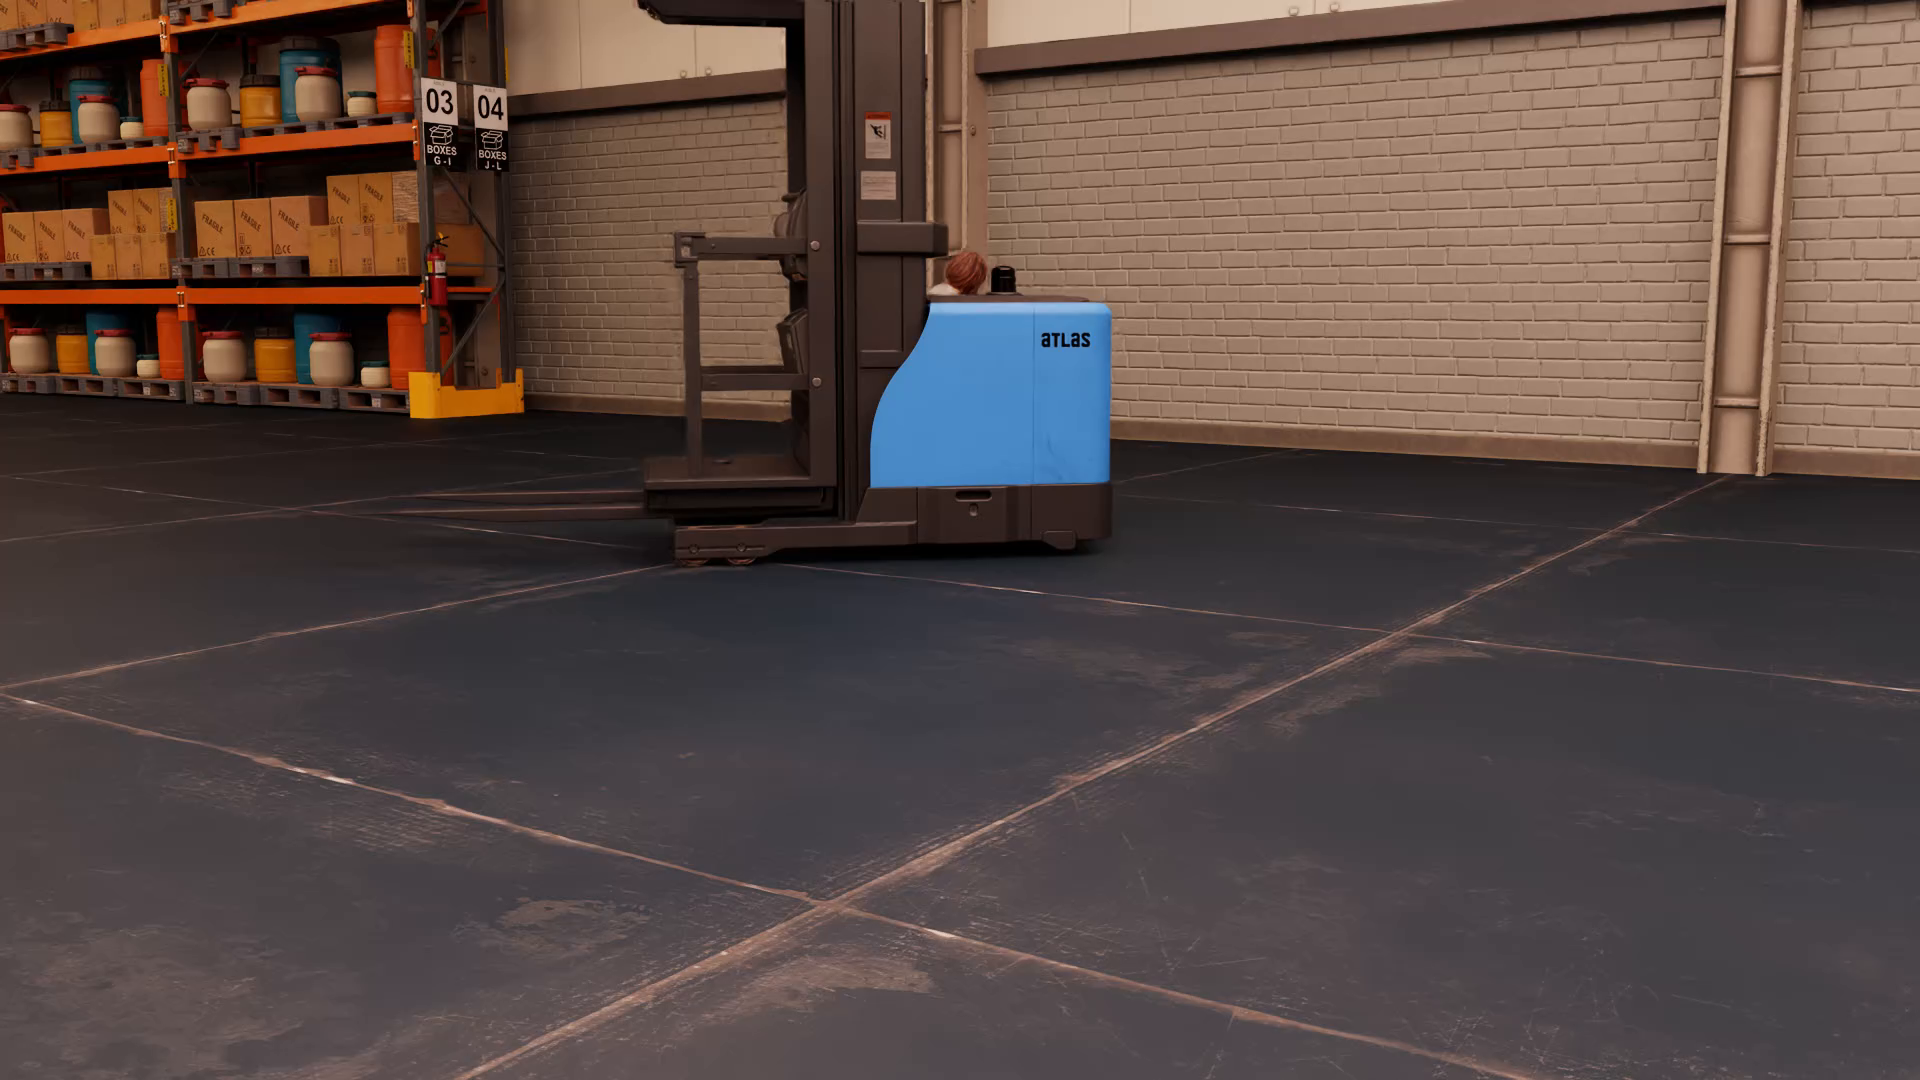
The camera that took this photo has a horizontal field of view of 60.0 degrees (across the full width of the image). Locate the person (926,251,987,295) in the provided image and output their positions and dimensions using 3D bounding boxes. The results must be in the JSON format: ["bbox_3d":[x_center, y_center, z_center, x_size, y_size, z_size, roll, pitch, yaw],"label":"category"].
[{"bbox_3d":[0.037,-0.805,8.548,0.723,1.331,1.359,-2,8,-12],"label":"person"}]

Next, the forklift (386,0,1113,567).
[{"bbox_3d":[-0.906,-1.422,7.190,3.031,2.935,1.130,-1,8,-10],"label":"forklift"}]
